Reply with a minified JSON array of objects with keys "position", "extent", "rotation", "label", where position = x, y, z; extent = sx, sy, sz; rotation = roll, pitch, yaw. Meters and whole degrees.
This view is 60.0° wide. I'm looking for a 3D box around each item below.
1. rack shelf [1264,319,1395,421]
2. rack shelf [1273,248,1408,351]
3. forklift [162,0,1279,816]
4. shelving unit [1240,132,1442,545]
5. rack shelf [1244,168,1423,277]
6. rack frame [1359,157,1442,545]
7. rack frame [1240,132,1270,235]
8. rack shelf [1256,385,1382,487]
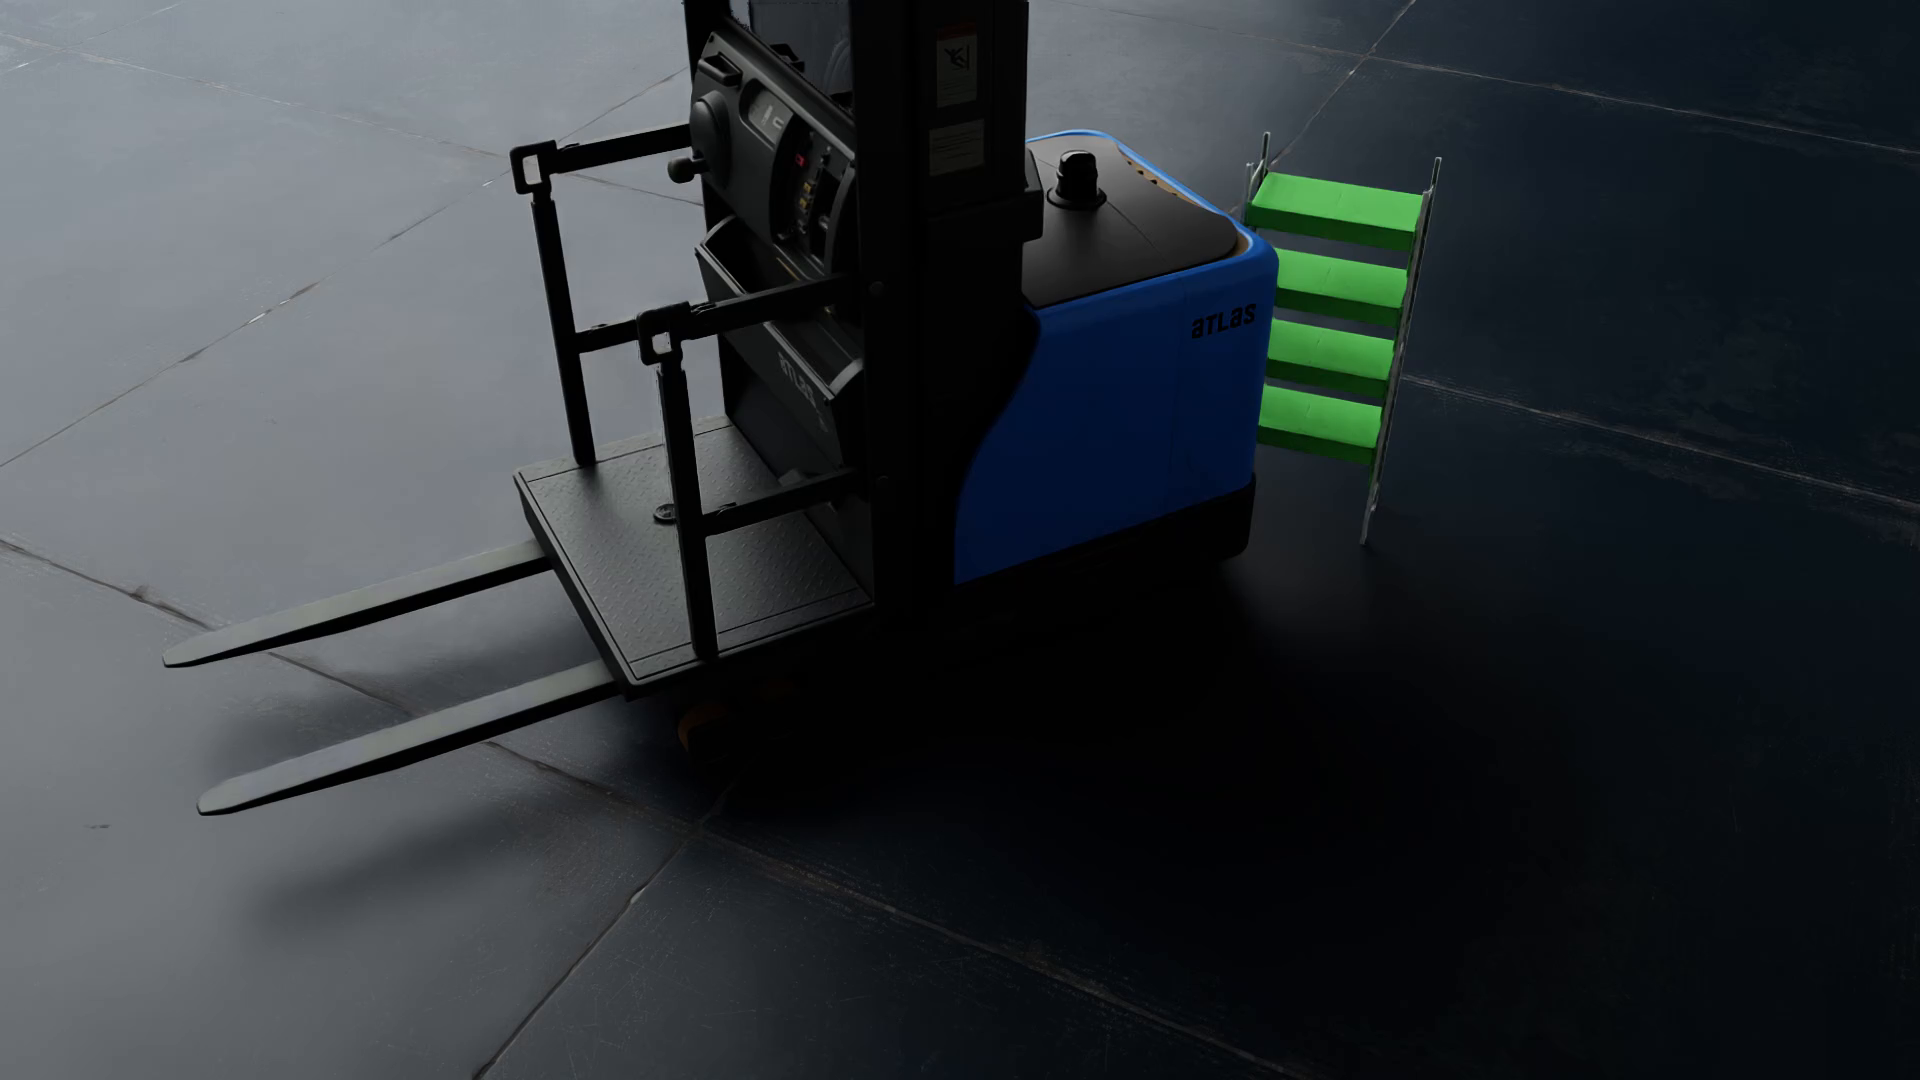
[{"position":[1.079,-0.533,5.066],"extent":[0.480,0.148,0.258],"rotation":[13,39,16],"label":"rack shelf"},{"position":[1.079,-0.725,4.921],"extent":[0.480,0.148,0.258],"rotation":[13,39,16],"label":"rack shelf"},{"position":[-0.656,-0.937,4.060],"extent":[3.031,2.935,1.130],"rotation":[-18,41,-22],"label":"forklift"},{"position":[1.079,-0.584,5.027],"extent":[0.503,1.200,0.258],"rotation":[13,39,16],"label":"shelving unit"},{"position":[1.079,-0.916,4.776],"extent":[0.480,0.148,0.258],"rotation":[13,39,16],"label":"rack shelf"},{"position":[1.307,-0.532,4.958],"extent":[0.015,1.200,0.240],"rotation":[13,39,16],"label":"rack frame"},{"position":[0.851,-0.637,5.096],"extent":[0.015,1.200,0.240],"rotation":[13,39,16],"label":"rack frame"},{"position":[1.079,-0.342,5.211],"extent":[0.480,0.148,0.258],"rotation":[13,39,16],"label":"rack shelf"}]
